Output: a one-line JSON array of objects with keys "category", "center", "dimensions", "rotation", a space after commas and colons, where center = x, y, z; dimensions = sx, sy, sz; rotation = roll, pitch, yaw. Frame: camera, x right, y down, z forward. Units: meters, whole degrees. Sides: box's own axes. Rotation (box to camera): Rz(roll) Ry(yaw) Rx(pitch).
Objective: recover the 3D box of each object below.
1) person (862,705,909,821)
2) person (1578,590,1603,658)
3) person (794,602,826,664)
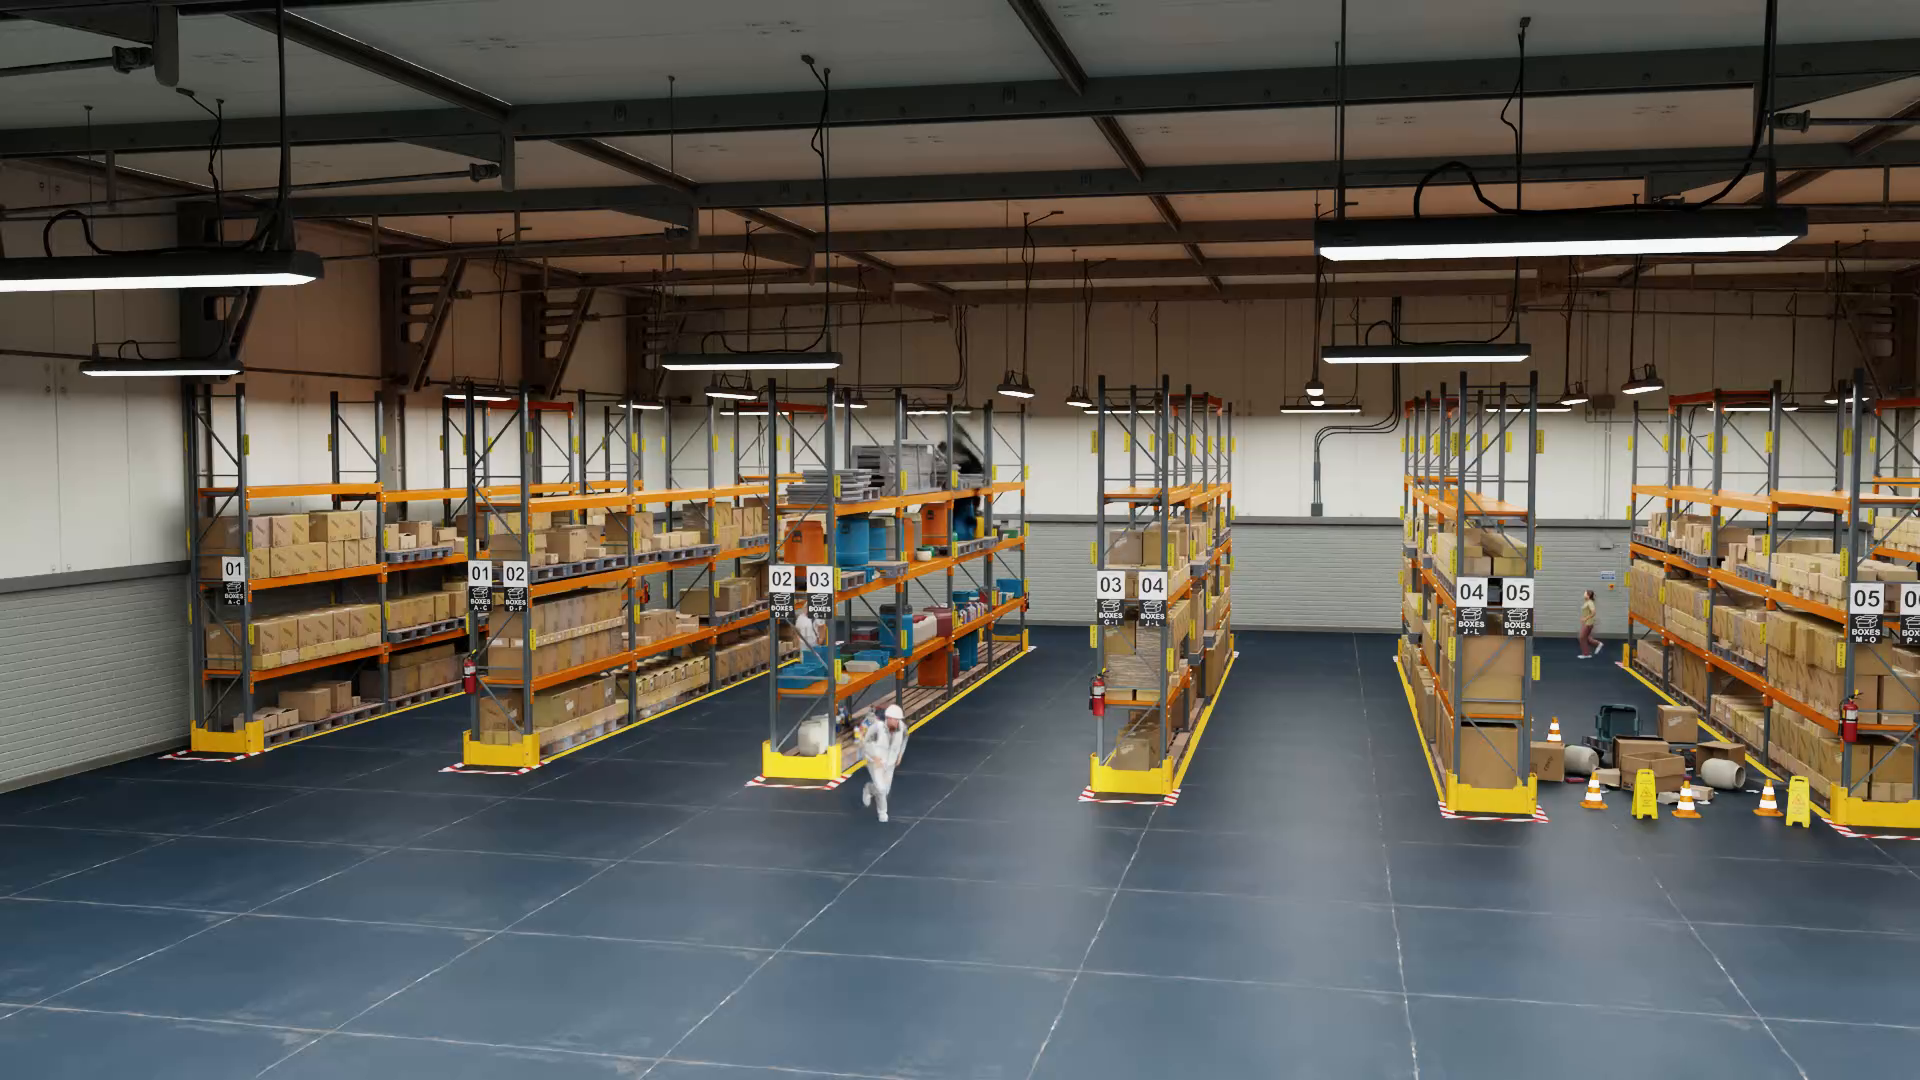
[{"category": "person", "center": [-1.025, 2.945, 22.234], "dimensions": [0.672, 1.583, 1.026], "rotation": [-2, 4, -29]}, {"category": "person", "center": [14.781, 1.973, 38.927], "dimensions": [0.555, 1.626, 0.604], "rotation": [1, 3, 17]}, {"category": "person", "center": [-2.979, 2.033, 32.750], "dimensions": [0.640, 1.643, 0.508], "rotation": [1, 3, 10]}]
